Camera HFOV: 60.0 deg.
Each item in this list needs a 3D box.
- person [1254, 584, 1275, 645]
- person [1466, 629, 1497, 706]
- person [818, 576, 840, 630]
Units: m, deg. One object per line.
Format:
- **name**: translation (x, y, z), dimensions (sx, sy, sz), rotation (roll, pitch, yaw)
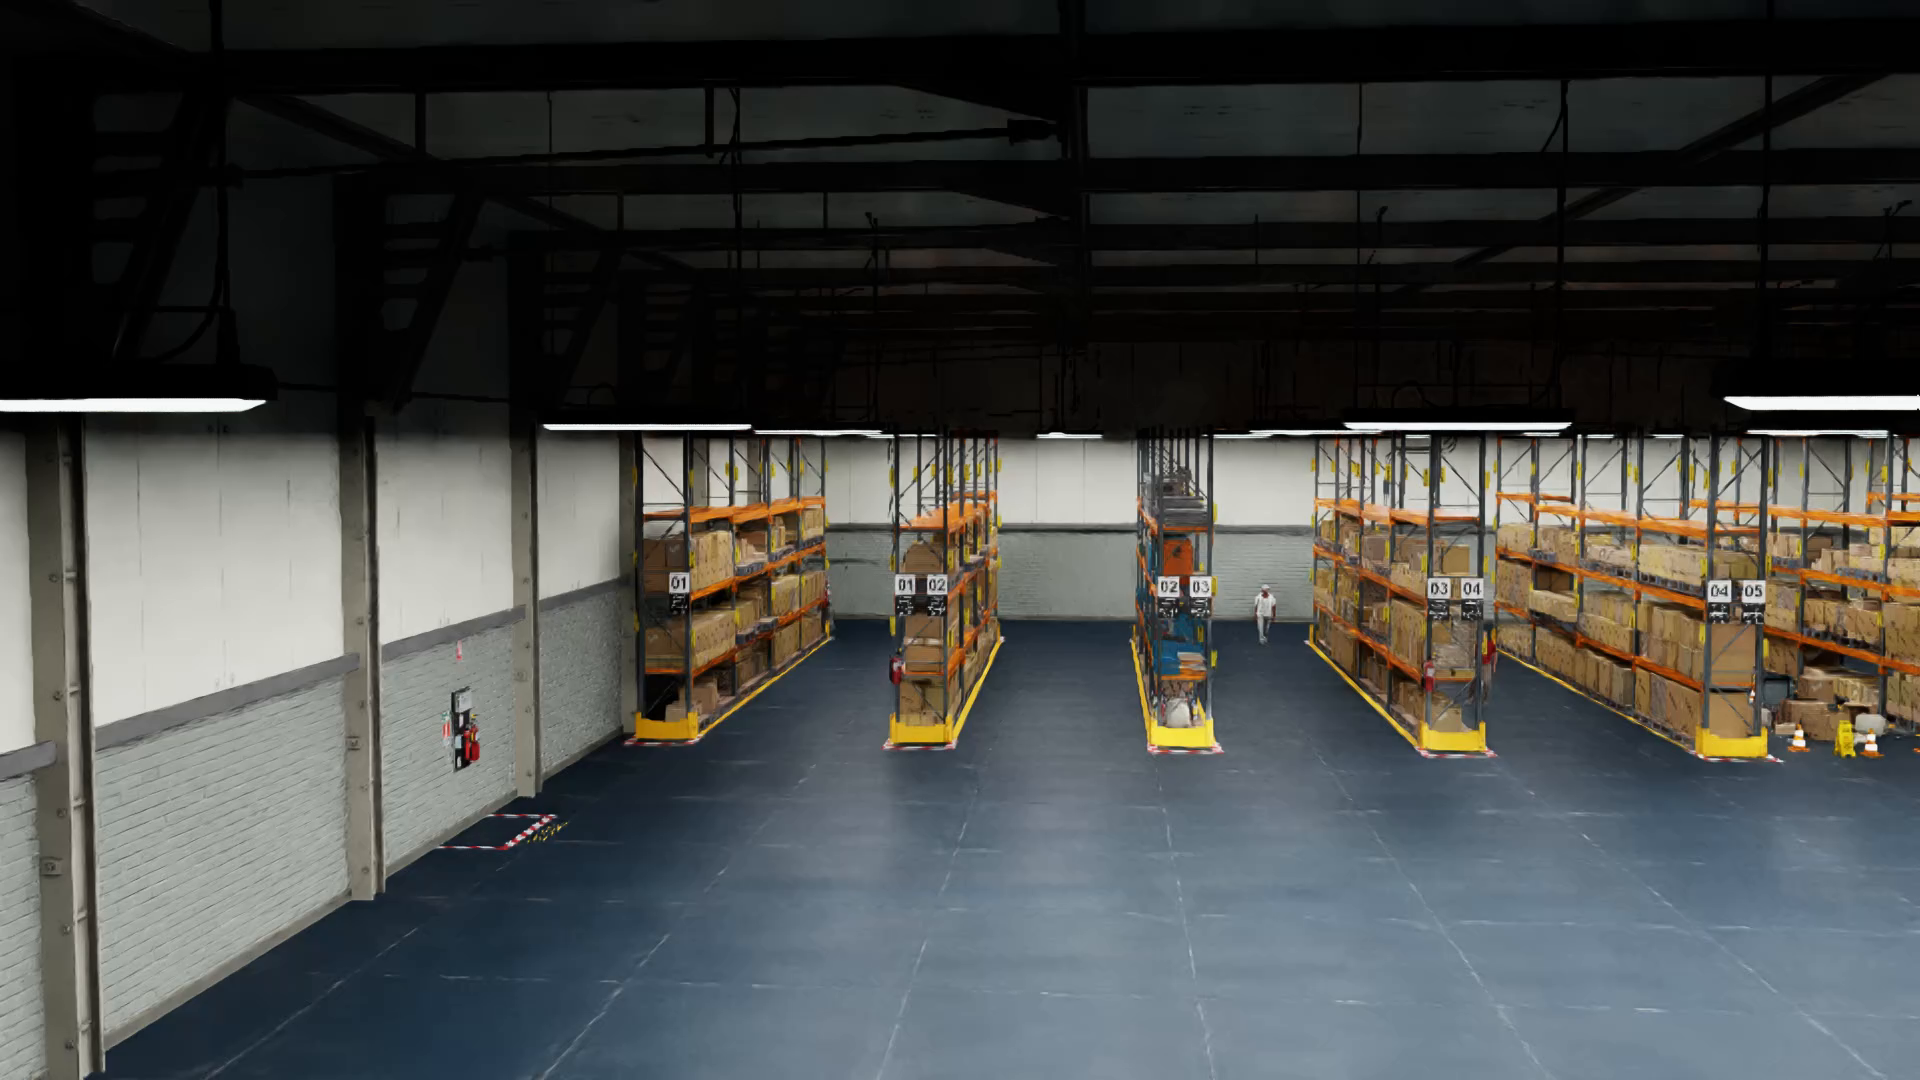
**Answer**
- **person**: translation (8.537, 2.074, 46.510), dimensions (0.575, 1.689, 1.128), rotation (0, 3, 2)
- **person**: translation (11.200, 2.740, 35.773), dimensions (0.682, 1.676, 0.535), rotation (0, 3, 3)
- **person**: translation (-4.016, 1.890, 49.749), dimensions (0.556, 1.672, 0.700), rotation (3, 5, 42)
